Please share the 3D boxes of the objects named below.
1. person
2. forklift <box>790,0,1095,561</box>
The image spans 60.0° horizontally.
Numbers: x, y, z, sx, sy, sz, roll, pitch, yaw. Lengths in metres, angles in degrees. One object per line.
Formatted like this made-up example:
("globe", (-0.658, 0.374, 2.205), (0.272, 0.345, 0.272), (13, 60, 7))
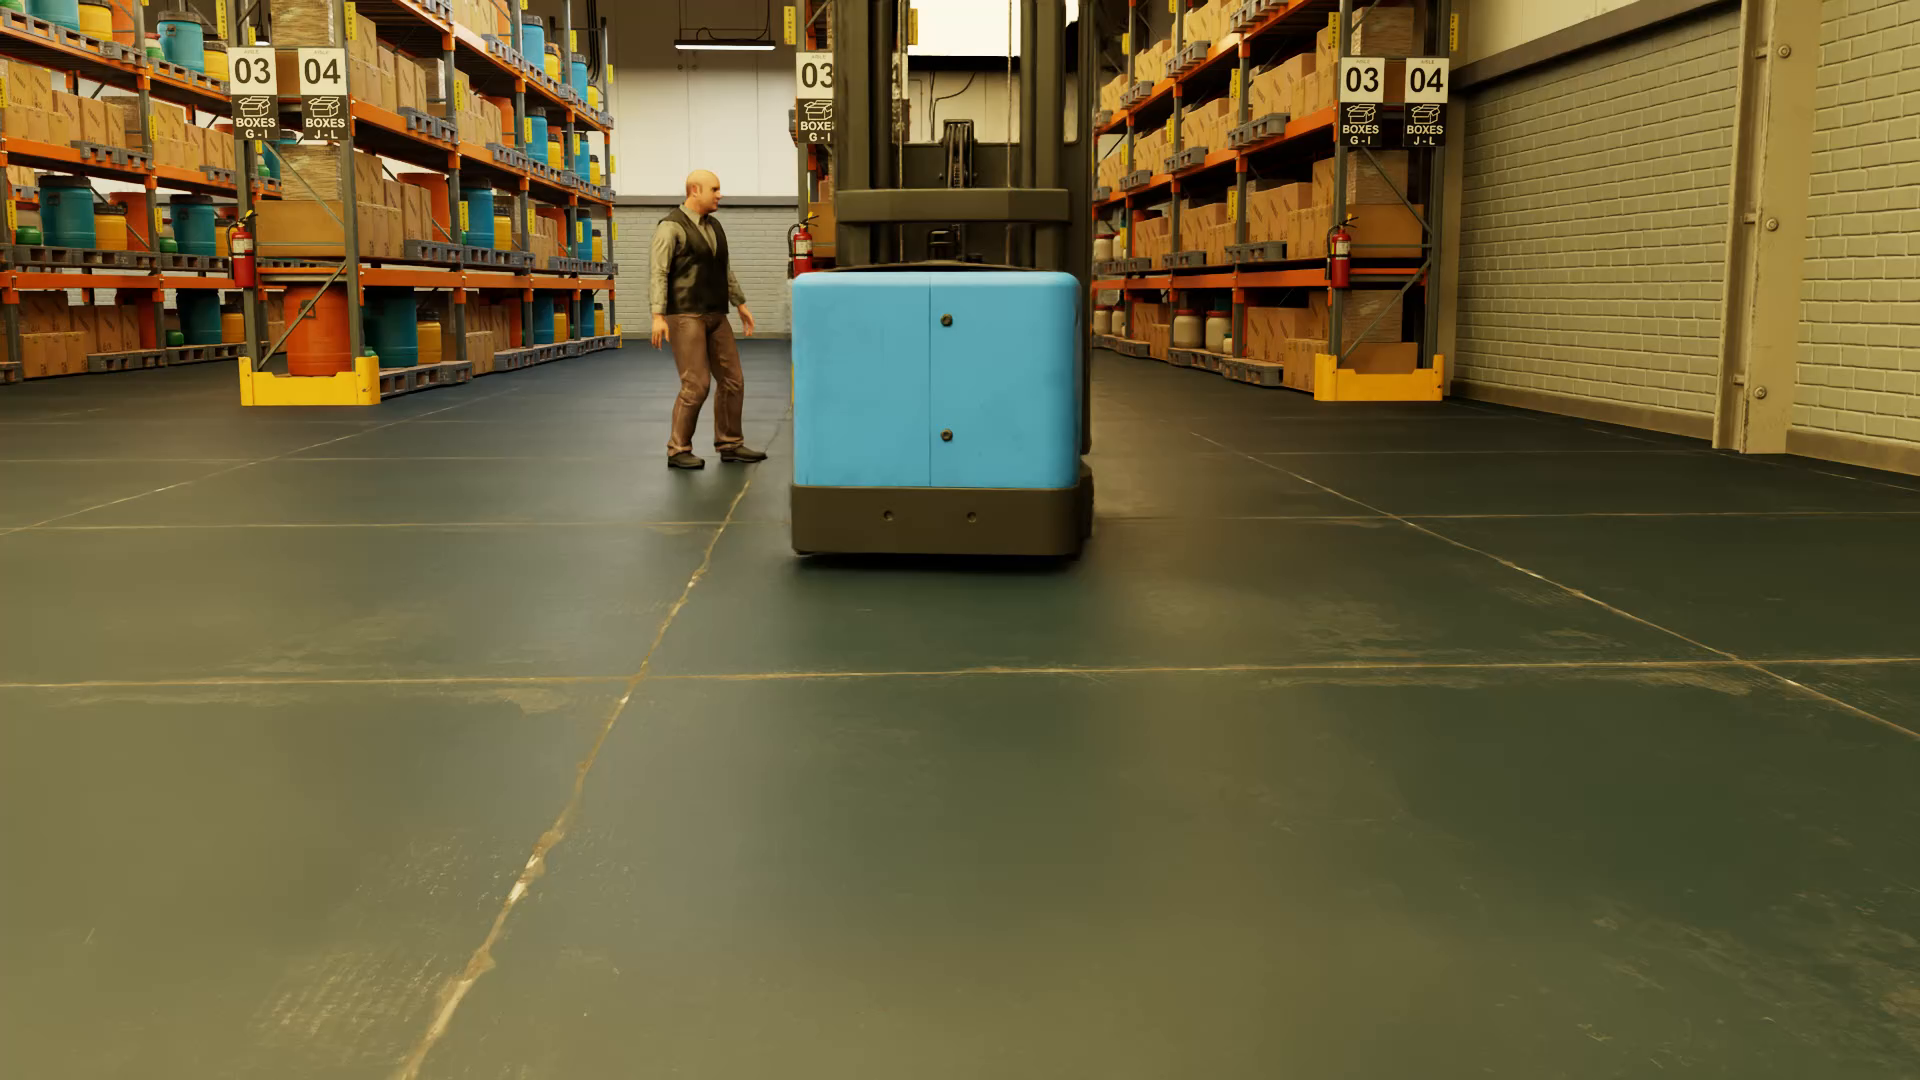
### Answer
("person", (-1.494, -1.274, 9.612), (0.420, 1.698, 0.749), (5, 10, 29))
("forklift", (0.037, -1.549, 7.263), (1.130, 2.935, 3.031), (1, 8, 5))
